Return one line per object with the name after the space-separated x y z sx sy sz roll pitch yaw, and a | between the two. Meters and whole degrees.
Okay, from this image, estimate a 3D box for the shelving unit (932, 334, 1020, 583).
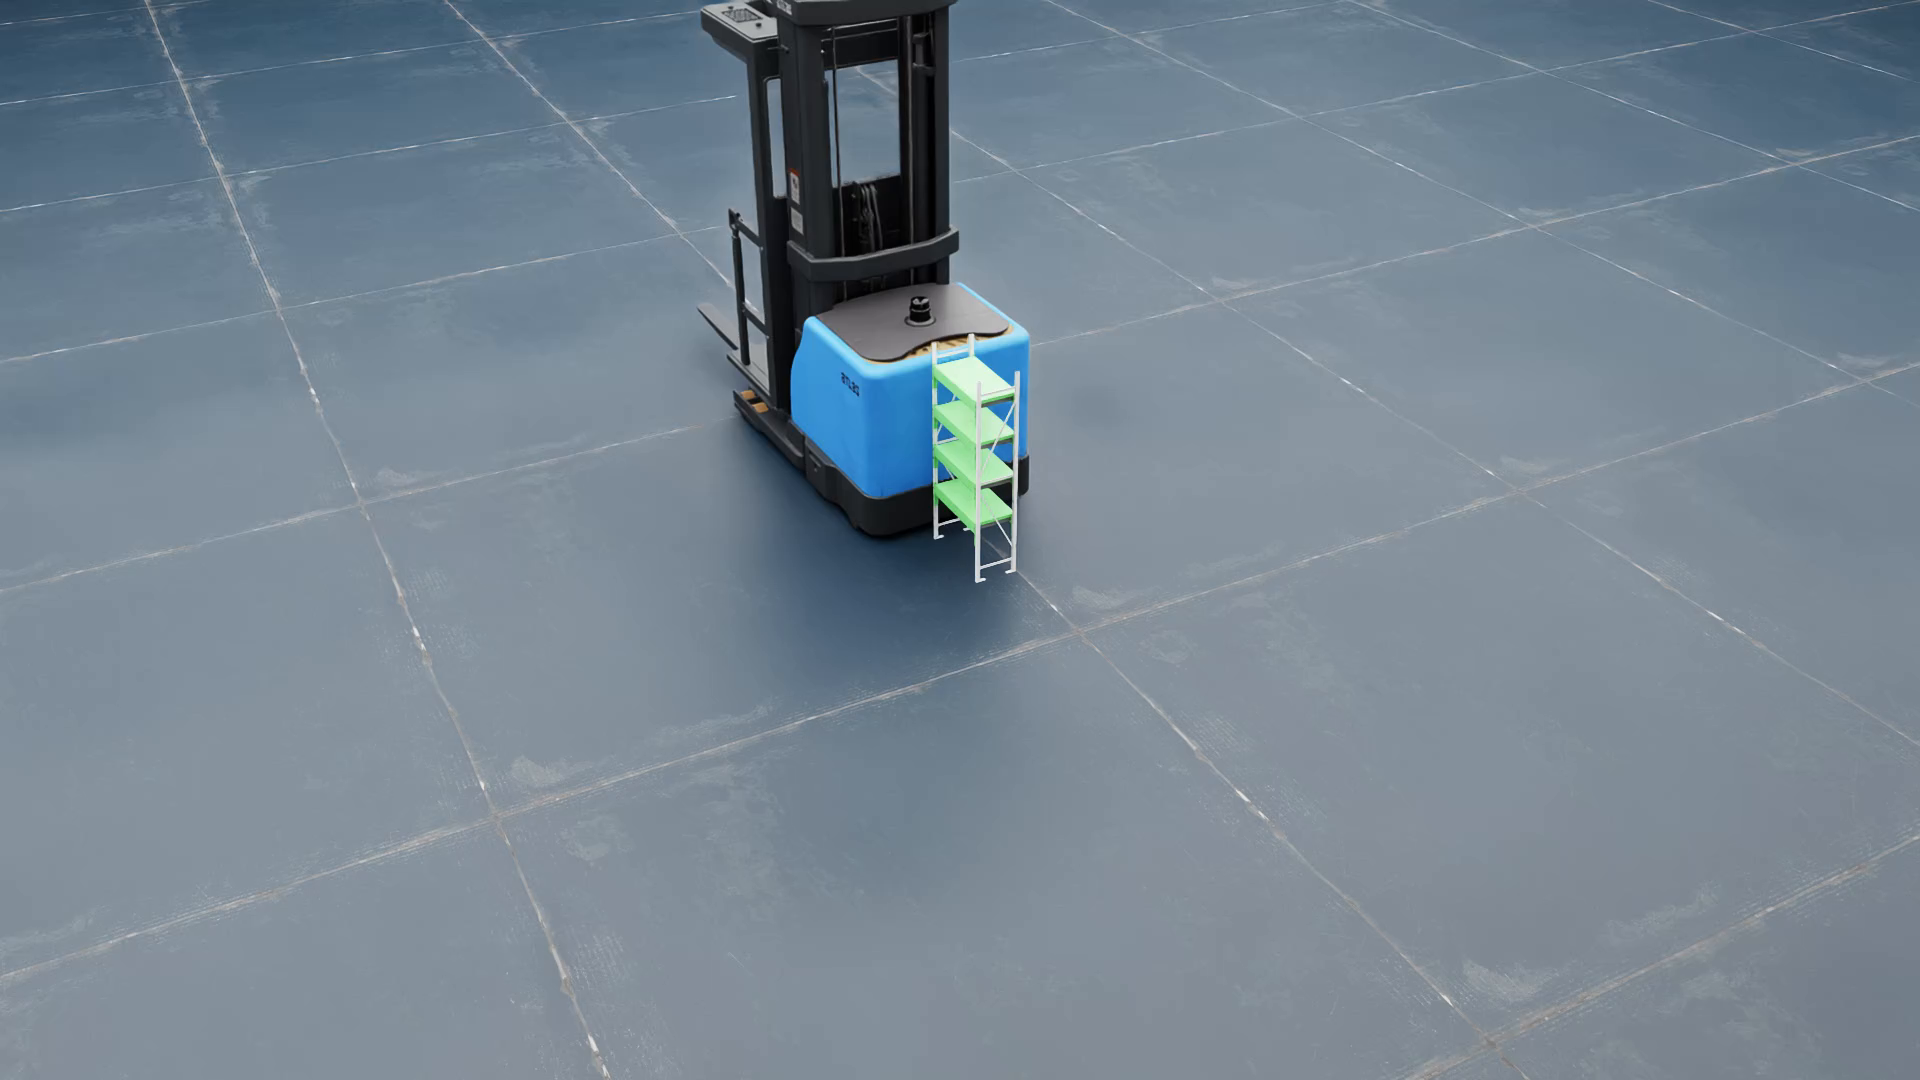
0.077 -0.426 8.803 0.258 1.200 0.503 -16 36 -23 | shelving unit

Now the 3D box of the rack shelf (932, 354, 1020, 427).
0.077 -0.777 8.579 0.258 0.148 0.480 -16 36 -23 | rack shelf

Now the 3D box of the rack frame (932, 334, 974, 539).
-0.037 -0.543 8.985 0.240 1.200 0.015 -16 36 -23 | rack frame

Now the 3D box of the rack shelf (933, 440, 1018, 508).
0.077 -0.372 8.837 0.258 0.148 0.480 -16 36 -23 | rack shelf

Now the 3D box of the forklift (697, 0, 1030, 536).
-0.763 -2.027 9.697 1.130 2.935 3.031 -17 36 -24 | forklift

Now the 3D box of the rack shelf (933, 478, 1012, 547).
0.077 -0.170 8.967 0.258 0.148 0.480 -16 36 -23 | rack shelf

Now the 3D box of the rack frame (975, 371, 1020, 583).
0.191 -0.310 8.621 0.240 1.200 0.015 -16 36 -23 | rack frame

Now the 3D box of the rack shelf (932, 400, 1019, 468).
0.077 -0.574 8.708 0.258 0.148 0.480 -16 36 -23 | rack shelf
